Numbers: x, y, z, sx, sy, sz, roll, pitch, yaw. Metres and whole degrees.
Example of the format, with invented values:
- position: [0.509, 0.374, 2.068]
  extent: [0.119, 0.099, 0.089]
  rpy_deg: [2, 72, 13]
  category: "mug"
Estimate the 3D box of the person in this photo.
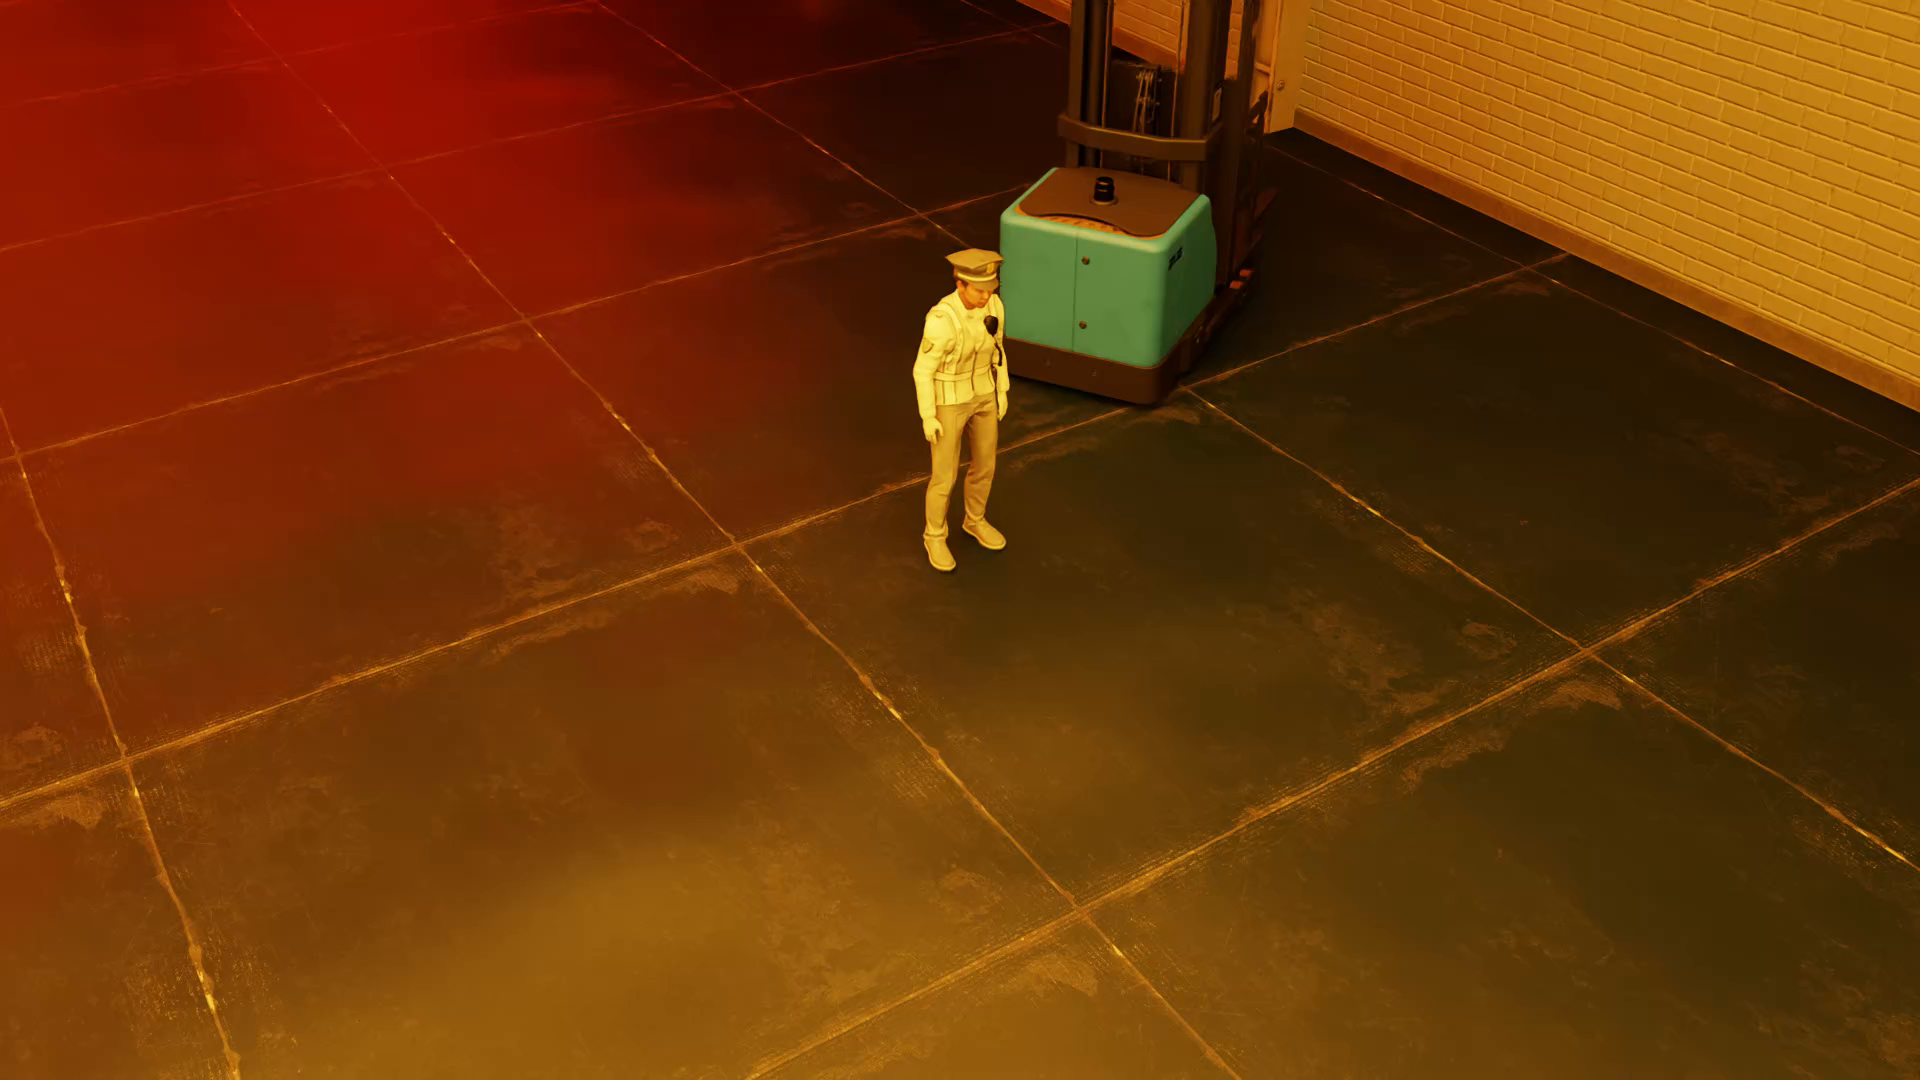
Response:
- position: [0.025, -0.669, 8.204]
  extent: [0.529, 1.663, 0.372]
  rpy_deg: [-22, 41, -28]
  category: "person"

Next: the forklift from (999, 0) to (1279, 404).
- position: [1.313, -2.825, 10.169]
  extent: [1.130, 2.935, 3.031]
  rpy_deg: [16, 38, 21]
  category: "forklift"
